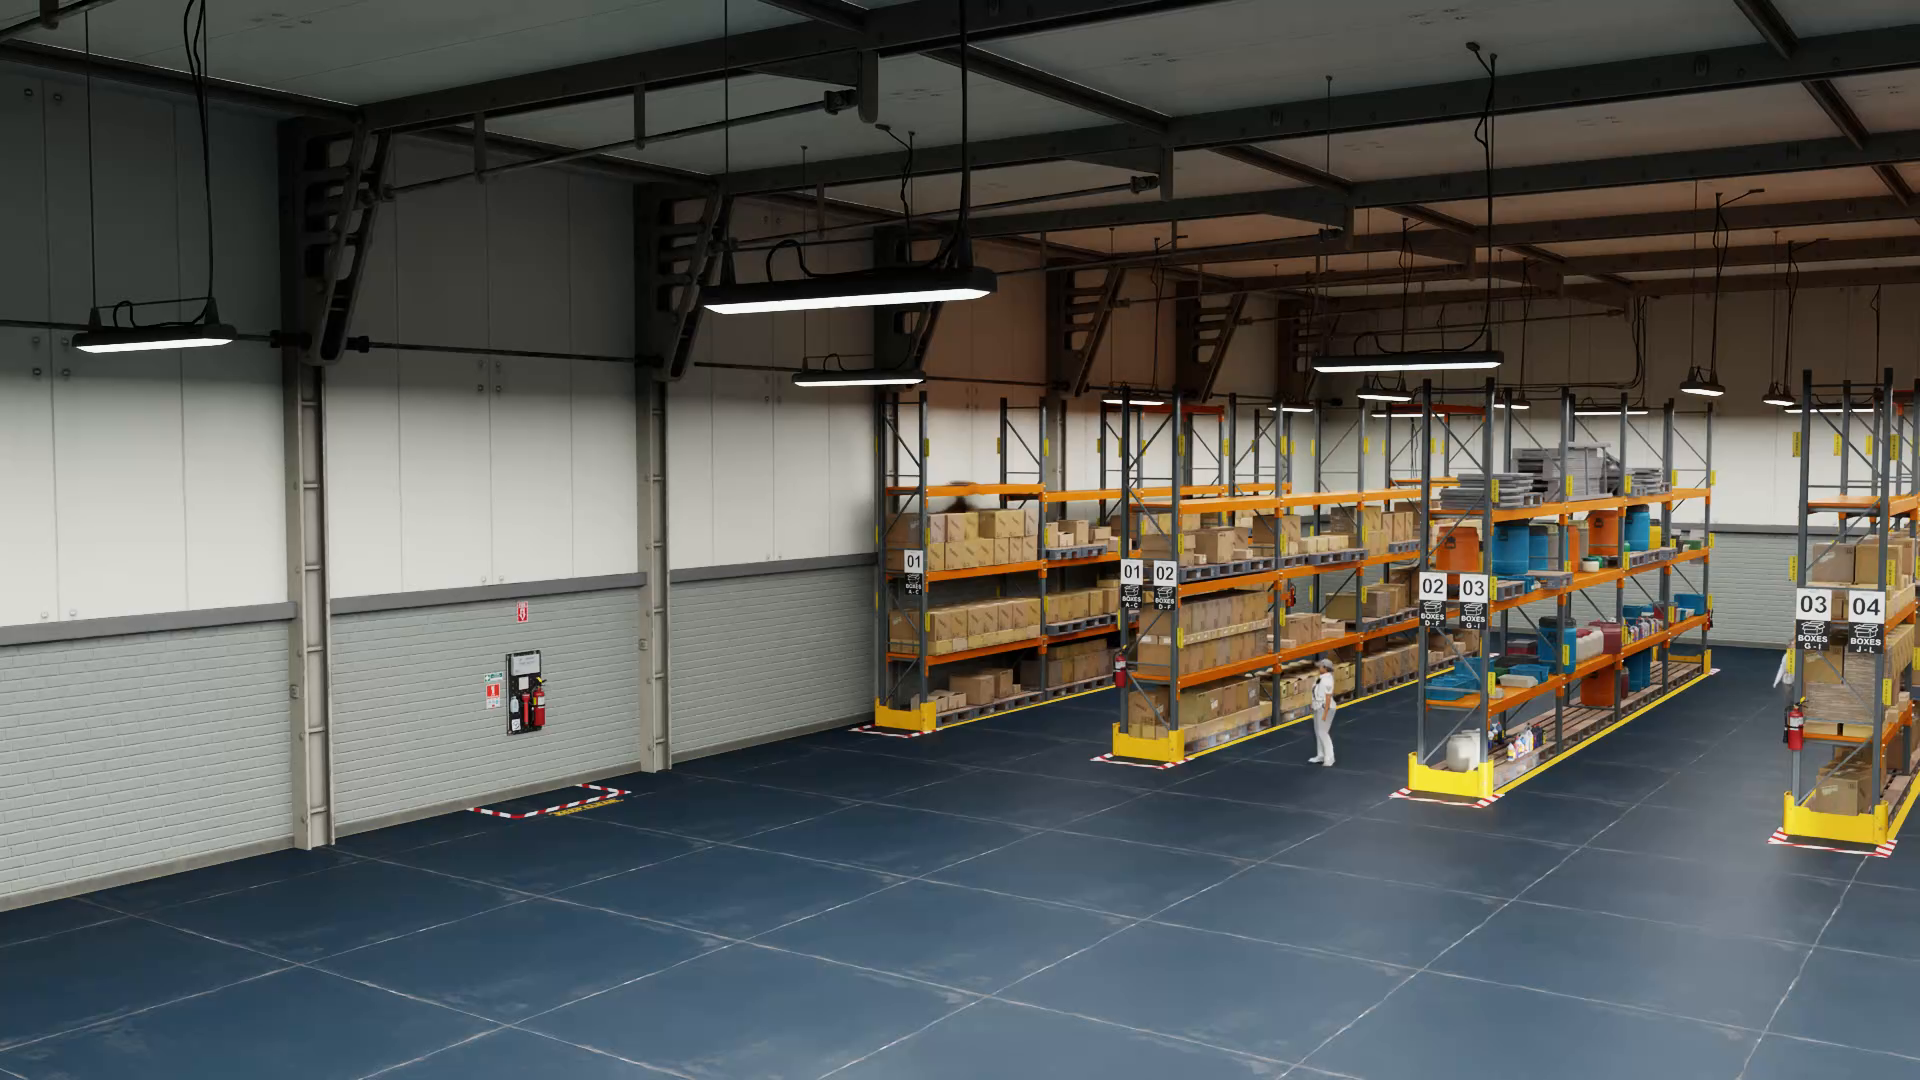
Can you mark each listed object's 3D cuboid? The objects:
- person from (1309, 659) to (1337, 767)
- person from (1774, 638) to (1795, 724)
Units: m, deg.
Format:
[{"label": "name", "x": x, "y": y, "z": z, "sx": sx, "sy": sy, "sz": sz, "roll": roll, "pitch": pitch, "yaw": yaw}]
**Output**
[{"label": "person", "x": 5.747, "y": 2.731, "z": 26.358, "sx": 0.409, "sy": 1.710, "sz": 0.547, "roll": 0, "pitch": 3, "yaw": -6}, {"label": "person", "x": 14.790, "y": 2.535, "z": 29.484, "sx": 0.613, "sy": 1.620, "sz": 1.039, "roll": 2, "pitch": 4, "yaw": 37}]
